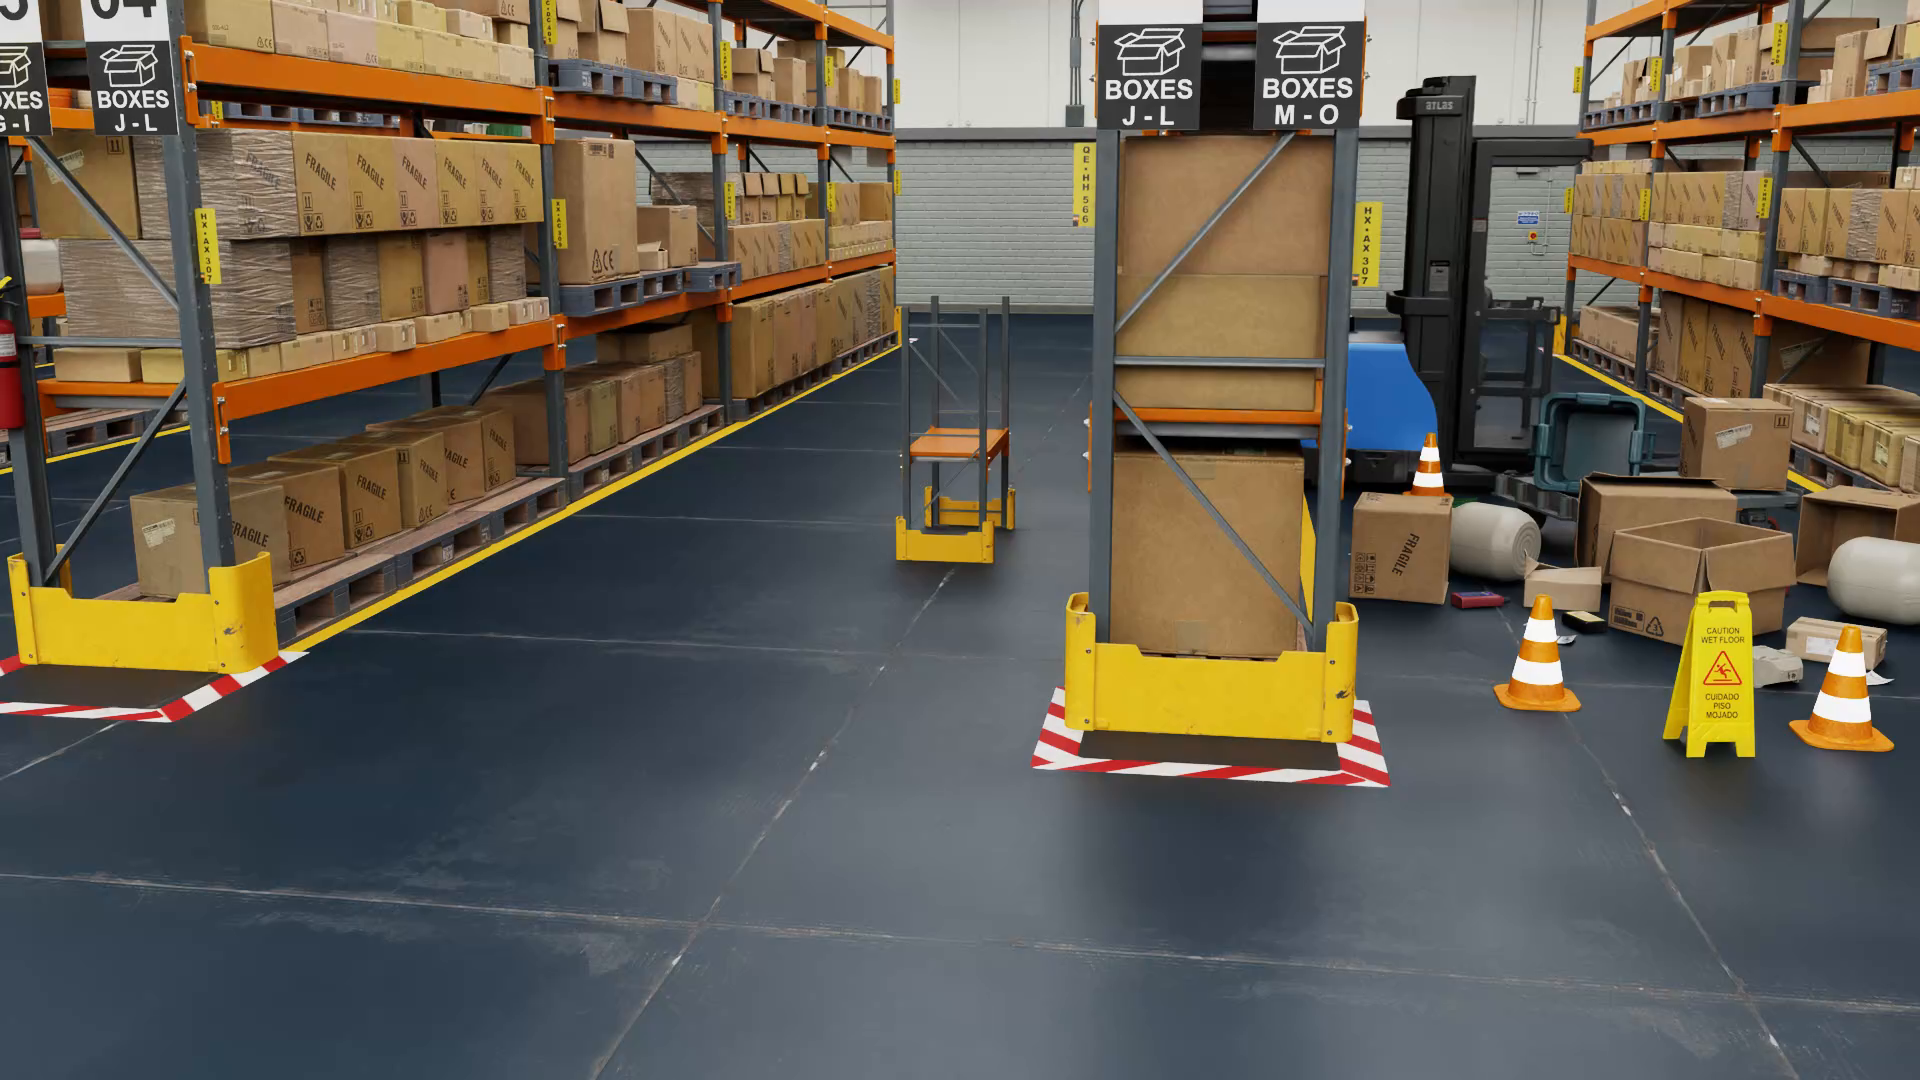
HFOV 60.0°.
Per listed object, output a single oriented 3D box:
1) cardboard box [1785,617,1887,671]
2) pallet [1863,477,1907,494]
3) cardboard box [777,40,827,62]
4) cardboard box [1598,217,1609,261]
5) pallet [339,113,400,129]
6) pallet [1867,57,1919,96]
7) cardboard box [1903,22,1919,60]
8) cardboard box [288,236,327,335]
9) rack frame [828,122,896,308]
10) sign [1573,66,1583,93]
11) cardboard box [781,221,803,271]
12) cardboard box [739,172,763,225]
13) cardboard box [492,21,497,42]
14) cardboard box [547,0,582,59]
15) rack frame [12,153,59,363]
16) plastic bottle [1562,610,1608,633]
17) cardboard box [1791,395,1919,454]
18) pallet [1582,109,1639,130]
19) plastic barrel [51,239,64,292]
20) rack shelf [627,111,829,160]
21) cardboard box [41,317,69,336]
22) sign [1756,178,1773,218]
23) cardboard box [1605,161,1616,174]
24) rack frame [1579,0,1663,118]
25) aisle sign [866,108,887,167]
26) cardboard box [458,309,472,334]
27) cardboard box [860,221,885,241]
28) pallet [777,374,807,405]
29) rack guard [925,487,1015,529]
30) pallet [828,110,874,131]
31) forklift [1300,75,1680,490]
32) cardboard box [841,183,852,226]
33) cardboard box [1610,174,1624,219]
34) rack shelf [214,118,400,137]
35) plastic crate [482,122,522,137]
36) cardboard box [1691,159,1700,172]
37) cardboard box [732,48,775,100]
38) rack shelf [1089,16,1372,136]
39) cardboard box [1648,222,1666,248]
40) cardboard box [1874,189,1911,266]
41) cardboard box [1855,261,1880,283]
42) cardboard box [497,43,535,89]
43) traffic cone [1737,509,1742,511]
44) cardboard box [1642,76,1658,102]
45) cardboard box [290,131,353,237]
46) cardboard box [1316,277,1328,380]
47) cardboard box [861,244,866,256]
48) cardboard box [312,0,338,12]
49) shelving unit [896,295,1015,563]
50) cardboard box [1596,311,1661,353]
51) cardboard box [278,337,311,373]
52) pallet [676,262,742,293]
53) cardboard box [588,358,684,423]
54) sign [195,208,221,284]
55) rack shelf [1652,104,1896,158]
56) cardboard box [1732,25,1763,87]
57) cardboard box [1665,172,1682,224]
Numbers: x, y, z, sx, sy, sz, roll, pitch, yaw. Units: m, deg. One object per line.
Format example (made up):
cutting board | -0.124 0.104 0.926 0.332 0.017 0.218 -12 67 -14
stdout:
cardboard box | 4.147 0.488 7.875 0.380 0.149 0.250 10 15 38
pallet | 6.675 -0.199 10.915 1.003 0.211 1.213 2 12 9
cardboard box | -1.854 -5.718 19.534 0.500 0.250 0.500 1 12 5
cardboard box | 7.838 -3.540 19.562 0.500 0.500 0.500 2 12 11
pallet | -6.923 -4.755 18.763 1.213 0.211 1.003 2 12 9
pallet | 6.913 -3.116 11.156 1.213 0.211 1.003 2 12 9
cardboard box | 6.665 -3.336 11.091 0.500 0.250 0.500 2 12 9
cardboard box | -3.781 -1.304 8.482 0.875 0.500 0.500 2 12 9
rack frame | -1.390 -4.219 22.950 1.000 3.000 0.127 2 12 9
sign | 7.854 -5.850 21.133 0.100 0.325 0.005 2 12 9
cardboard box | -1.964 -3.117 17.601 0.500 0.500 0.500 2 12 8
cardboard box | -2.389 -3.380 16.440 0.797 0.503 0.637 2 12 10
cardboard box | -3.131 -3.179 10.415 0.380 0.149 0.250 2 12 9
cardboard box | -3.066 -3.538 11.427 0.797 0.503 0.637 1 12 6
rack frame | -11.793 -3.708 20.580 1.000 3.000 0.127 2 12 9
plastic bottle | 3.156 0.408 8.454 0.133 0.061 0.283 -2 12 -11
cardboard box | 6.969 -0.882 12.708 0.950 0.372 0.625 2 12 8
pallet | 8.298 -5.166 20.436 1.003 0.211 1.213 2 12 9
plastic barrel | -7.587 -2.383 14.107 0.433 0.535 0.433 0 12 0
rack shelf | -2.313 -4.085 16.915 1.077 0.370 4.000 2 12 9
cardboard box | -11.515 -2.689 21.190 0.500 0.311 0.500 2 12 9
sign | 6.623 -2.816 13.691 0.100 0.325 0.005 2 12 9
cardboard box | 7.794 -4.366 19.483 0.380 0.149 0.250 2 12 7
rack frame | 8.402 -6.831 20.829 1.000 3.000 0.127 2 12 9
aisle sign | -1.083 -5.495 22.701 0.394 0.787 0.004 2 12 9
cardboard box | -3.221 -1.339 10.182 0.380 0.149 0.250 2 12 9
cardboard box | -1.281 -4.076 21.937 0.500 0.250 0.500 2 12 8
pallet | -2.235 -1.605 17.442 1.003 0.211 1.213 2 12 9
rack guard | 0.065 -0.210 10.874 0.587 0.250 0.087 2 12 9
pallet | -1.679 -5.233 20.744 1.003 0.211 1.213 2 12 9
forklift | 3.984 -1.853 12.136 3.031 2.935 1.130 3 12 12
cardboard box | -1.596 -4.019 19.891 0.500 0.500 0.500 2 12 9
cardboard box | 7.742 -3.922 18.960 0.500 0.500 0.500 2 12 9
rack shelf | -7.207 -4.245 17.659 1.077 0.370 4.000 2 12 9
plastic crate | -6.154 -5.528 22.406 0.450 0.188 0.336 2 12 9
cardboard box | 8.115 -4.031 17.928 0.380 0.149 0.250 2 12 9
cardboard box | -2.327 -4.702 16.828 0.797 0.503 0.637 2 12 8
rack shelf | 1.342 -2.238 8.344 1.077 0.370 4.000 2 12 9
cardboard box | 7.440 -3.154 17.177 0.500 0.250 0.500 2 12 7
cardboard box | 6.561 -2.114 11.241 0.500 0.500 0.500 2 12 11
cardboard box | 6.641 -1.919 11.876 0.380 0.149 0.250 2 12 10
cardboard box | -3.048 -3.011 10.580 0.500 0.250 0.500 2 12 11
traffic cone | 5.364 -0.463 11.545 0.336 0.463 0.334 2 12 9
cardboard box | 7.569 -4.863 17.905 0.396 0.266 0.258 2 12 10
cardboard box | -3.413 -1.781 8.321 0.500 0.500 0.500 2 12 9
cardboard box | 1.320 -1.086 8.058 0.875 0.550 0.550 2 12 9
cardboard box | -1.393 -3.639 20.855 0.380 0.149 0.250 2 12 7
cardboard box | -3.374 -2.738 8.369 0.380 0.149 0.250 2 12 9
shelving unit | -0.012 -0.717 10.262 0.587 1.500 1.083 2 12 9
cardboard box | 8.267 -2.519 20.148 0.875 0.438 0.875 2 12 10
cardboard box | -3.461 -0.920 8.239 0.380 0.149 0.250 2 12 9
pallet | -2.625 -2.308 14.539 1.213 0.211 1.003 2 12 9
cardboard box | -2.776 -1.291 14.252 0.700 0.500 0.500 1 12 4
sign | -3.315 -1.294 7.323 0.100 0.325 0.005 2 12 9
rack shelf | 7.479 -3.764 15.425 1.077 0.370 4.000 2 12 9
cardboard box | 7.136 -4.165 14.347 0.700 0.500 0.500 1 12 6
cardboard box | 7.384 -3.414 16.604 0.500 0.500 0.500 2 12 8
